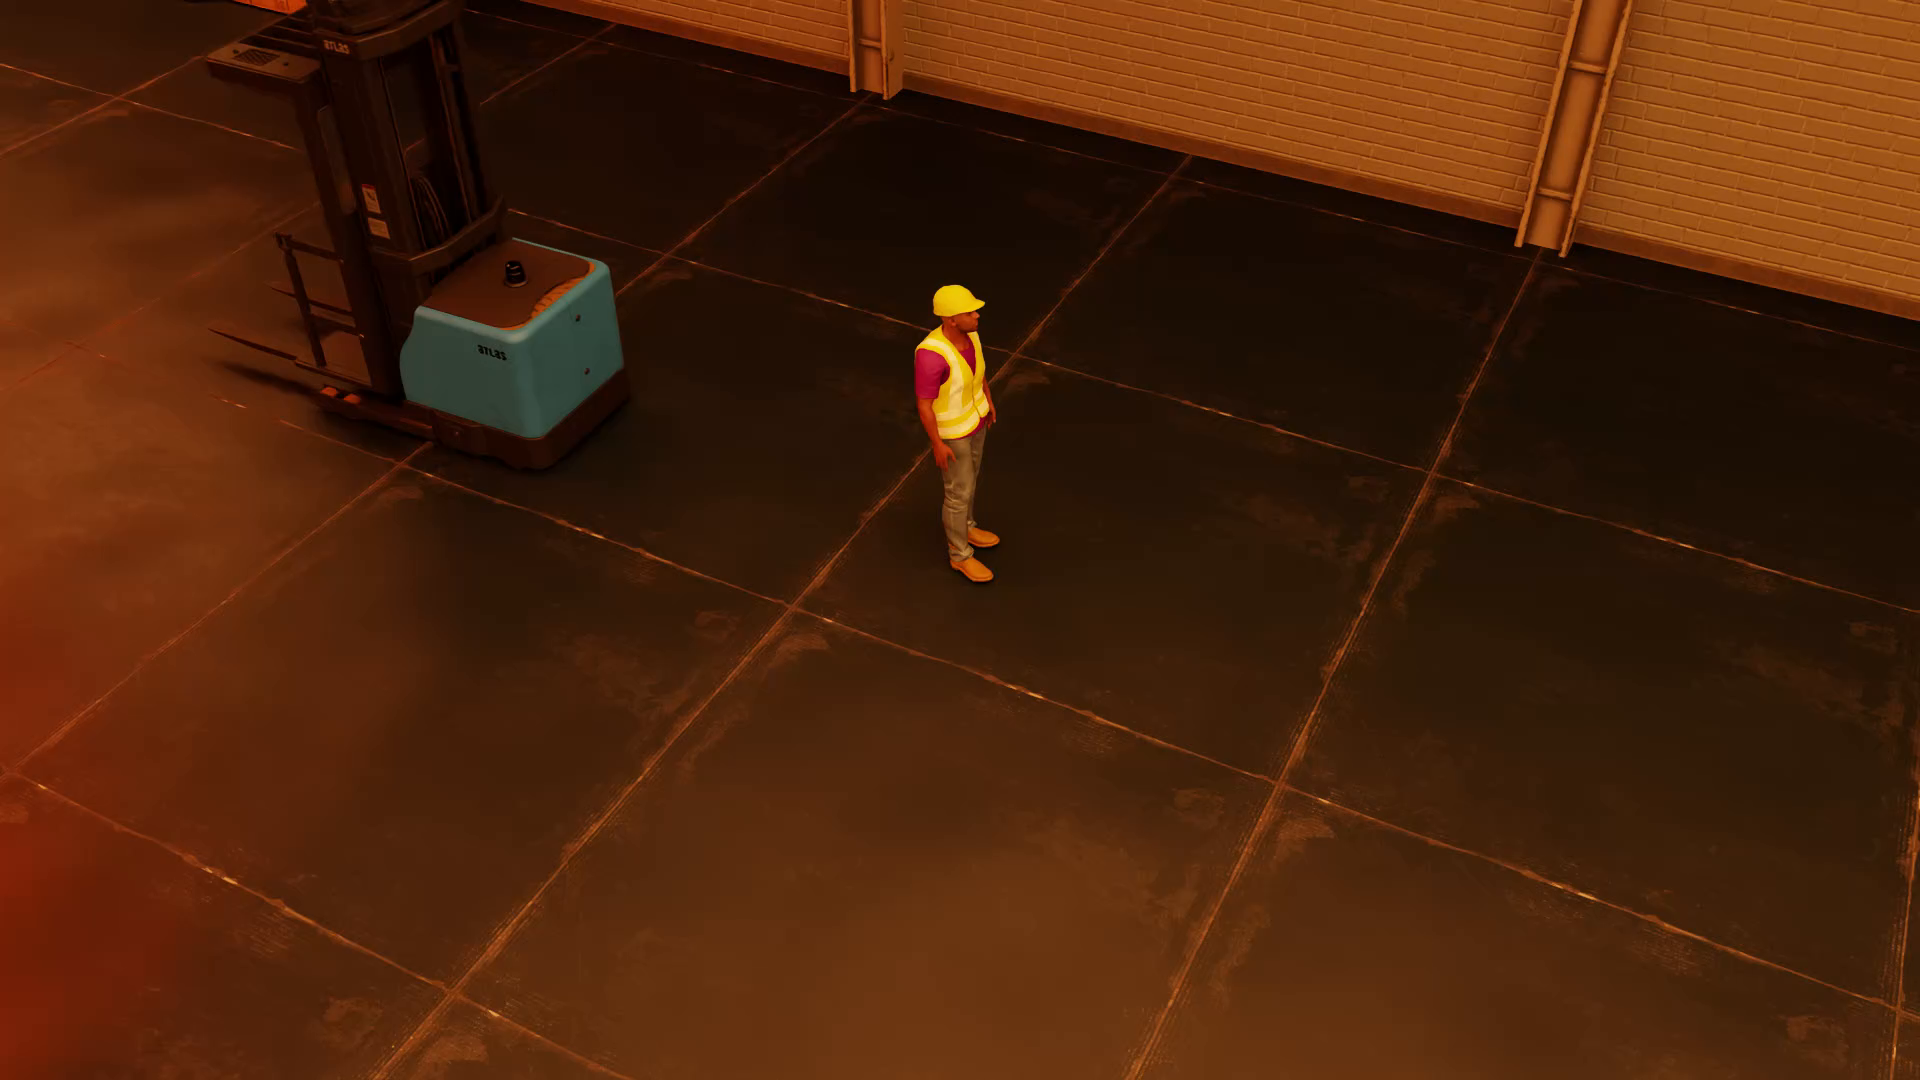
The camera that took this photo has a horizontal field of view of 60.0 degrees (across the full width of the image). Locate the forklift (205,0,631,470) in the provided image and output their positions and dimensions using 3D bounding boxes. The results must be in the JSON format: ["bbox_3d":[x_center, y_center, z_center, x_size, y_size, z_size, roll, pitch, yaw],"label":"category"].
[{"bbox_3d":[-3.800,-2.224,10.627,3.031,2.935,1.130,17,43,20],"label":"forklift"}]

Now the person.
[{"bbox_3d":[0.060,-0.655,9.661,0.575,1.762,0.665,18,43,21],"label":"person"}]
